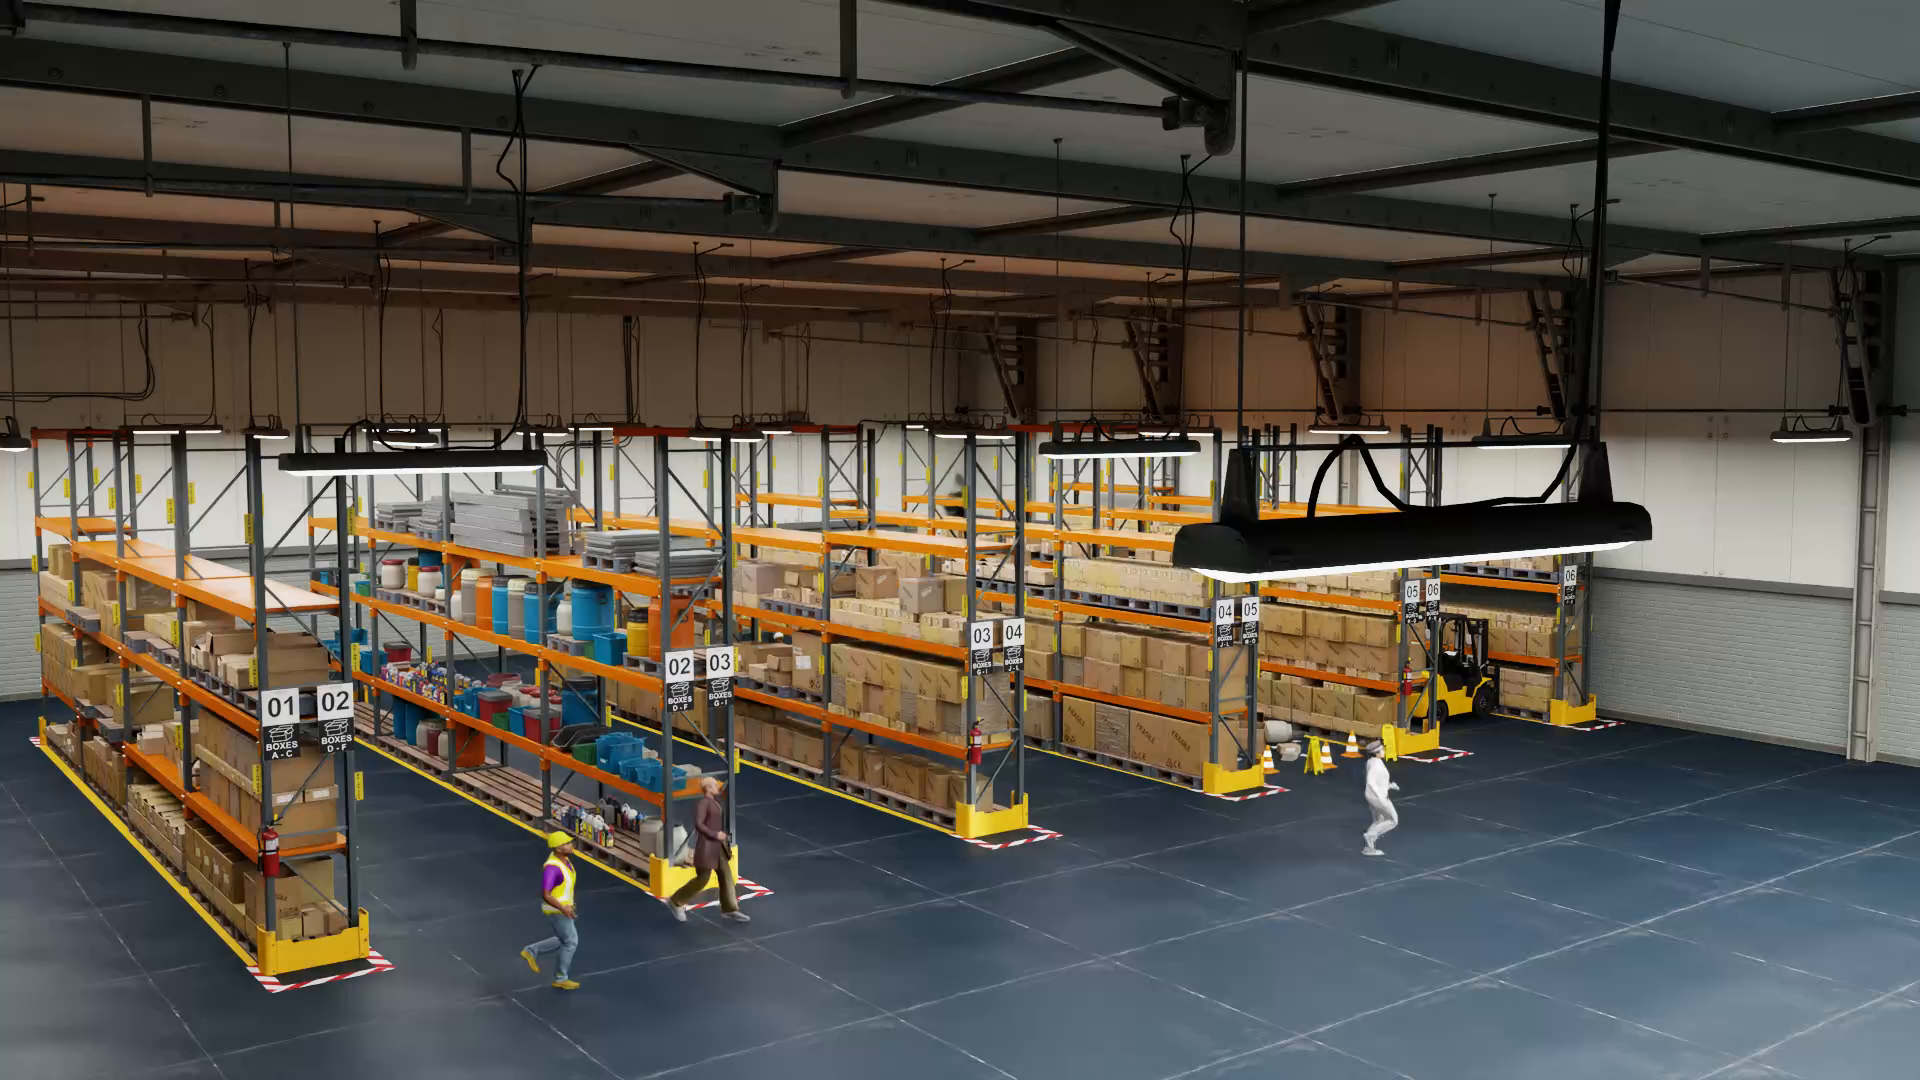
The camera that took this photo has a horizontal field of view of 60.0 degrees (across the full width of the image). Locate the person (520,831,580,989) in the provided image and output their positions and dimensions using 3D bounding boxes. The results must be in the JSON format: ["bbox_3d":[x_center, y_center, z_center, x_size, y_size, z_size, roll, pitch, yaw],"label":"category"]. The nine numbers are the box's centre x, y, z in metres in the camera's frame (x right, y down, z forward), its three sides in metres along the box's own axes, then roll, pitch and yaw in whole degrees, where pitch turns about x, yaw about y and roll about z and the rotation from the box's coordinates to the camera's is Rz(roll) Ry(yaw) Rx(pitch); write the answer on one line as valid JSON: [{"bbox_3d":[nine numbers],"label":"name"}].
[{"bbox_3d":[-4.495,4.045,18.196,0.650,1.752,0.706,0,4,-5],"label":"person"}]

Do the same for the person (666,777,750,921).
[{"bbox_3d":[-3.082,3.915,20.652,1.048,1.554,0.768,1,5,8],"label":"person"}]

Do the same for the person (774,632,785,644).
[{"bbox_3d":[-3.773,2.761,34.694,0.616,1.696,0.640,4,6,43],"label":"person"}]

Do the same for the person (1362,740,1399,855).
[{"bbox_3d":[5.966,3.651,23.574,0.547,1.651,0.614,0,4,-2],"label":"person"}]
